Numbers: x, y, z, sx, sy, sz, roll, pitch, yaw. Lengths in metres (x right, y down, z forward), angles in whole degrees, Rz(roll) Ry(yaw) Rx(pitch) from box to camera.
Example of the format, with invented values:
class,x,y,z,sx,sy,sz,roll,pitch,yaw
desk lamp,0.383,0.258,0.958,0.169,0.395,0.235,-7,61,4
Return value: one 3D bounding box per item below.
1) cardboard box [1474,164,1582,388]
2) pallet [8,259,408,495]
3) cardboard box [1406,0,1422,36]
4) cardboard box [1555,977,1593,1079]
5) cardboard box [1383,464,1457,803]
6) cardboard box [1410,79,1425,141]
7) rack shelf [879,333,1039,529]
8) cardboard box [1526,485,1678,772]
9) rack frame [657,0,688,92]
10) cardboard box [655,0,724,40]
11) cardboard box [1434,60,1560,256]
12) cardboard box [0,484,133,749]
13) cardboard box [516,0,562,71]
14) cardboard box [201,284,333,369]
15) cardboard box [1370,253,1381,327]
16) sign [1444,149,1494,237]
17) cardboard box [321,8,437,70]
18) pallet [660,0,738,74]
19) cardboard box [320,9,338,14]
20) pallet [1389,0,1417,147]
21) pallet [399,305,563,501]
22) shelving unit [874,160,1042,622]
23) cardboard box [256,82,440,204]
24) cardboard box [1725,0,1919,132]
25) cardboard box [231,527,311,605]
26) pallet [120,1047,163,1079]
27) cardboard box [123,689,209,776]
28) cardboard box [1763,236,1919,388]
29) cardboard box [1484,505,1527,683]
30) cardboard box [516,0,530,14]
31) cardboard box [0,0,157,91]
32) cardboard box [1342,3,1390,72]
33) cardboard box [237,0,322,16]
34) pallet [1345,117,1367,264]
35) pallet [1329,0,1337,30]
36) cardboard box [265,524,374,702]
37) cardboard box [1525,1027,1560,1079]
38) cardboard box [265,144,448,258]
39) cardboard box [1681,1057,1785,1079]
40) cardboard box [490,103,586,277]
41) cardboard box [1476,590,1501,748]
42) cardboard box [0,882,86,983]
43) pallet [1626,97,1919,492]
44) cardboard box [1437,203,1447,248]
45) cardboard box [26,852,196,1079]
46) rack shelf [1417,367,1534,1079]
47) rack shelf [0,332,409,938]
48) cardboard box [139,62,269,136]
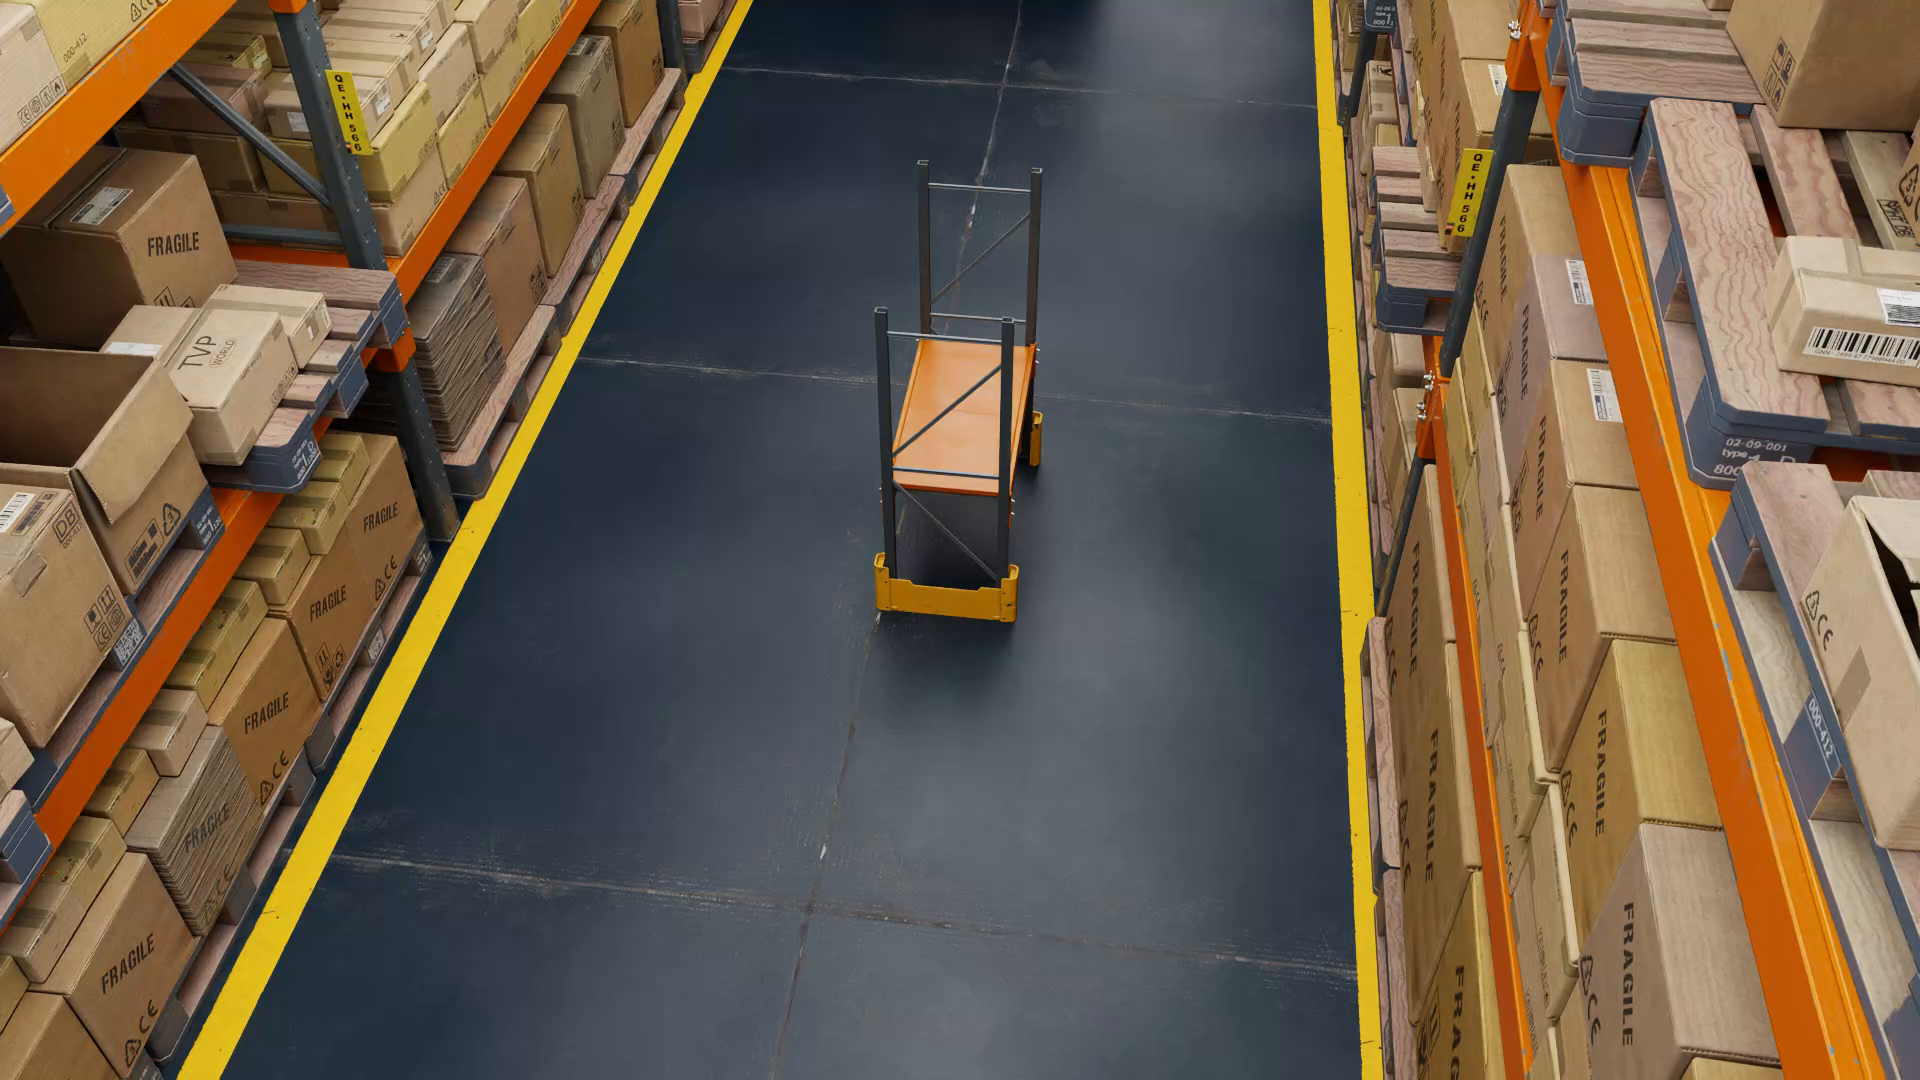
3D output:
class,x,y,z,sx,sy,sz,roll,pitch,yaw
cardboard box,1.914,-0.795,5.108,0.500,0.500,0.500,4,44,4
pallet,-2.719,-0.620,5.863,1.213,0.211,1.003,5,44,6
cardboard box,2.203,-2.411,7.020,0.500,0.500,0.500,4,44,4
cardboard box,1.569,1.225,3.520,0.500,0.250,0.500,6,44,7
cardboard box,2.048,0.373,5.915,0.875,0.875,0.875,5,44,5
cardboard box,2.048,-1.741,6.784,0.380,0.149,0.250,6,44,6
rack shelf,0.011,-0.472,6.919,0.538,0.185,1.000,5,44,6
cardboard box,1.705,0.239,4.016,0.500,0.500,0.500,6,44,6
rack frame,-2.170,-3.884,9.171,1.000,3.000,0.127,5,44,6
cardboard box,-1.778,-3.338,10.288,0.500,0.250,0.500,6,44,6
cardboard box,2.006,-1.342,5.891,0.500,0.500,0.500,4,44,4
cardboard box,-2.770,0.182,4.498,0.700,0.500,0.500,5,44,5
cardboard box,-2.195,-2.431,7.745,0.500,0.250,0.500,7,44,7
cardboard box,-2.405,-0.737,5.724,0.380,0.149,0.250,6,44,6
cardboard box,2.502,-1.312,8.060,0.950,0.372,0.625,7,44,7
sign,1.683,-1.144,5.492,0.100,0.325,0.005,5,44,6
cardboard box,-2.322,-1.980,6.615,0.380,0.149,0.250,6,44,7
pallet,-2.023,-3.410,10.698,1.003,0.211,1.213,5,44,6
cardboard box,-2.780,-2.307,7.250,0.500,0.250,0.500,5,44,5
pallet,2.443,-1.993,7.313,1.003,0.211,1.213,5,44,6
pallet,-2.551,-0.703,7.839,1.003,0.211,1.213,5,44,6
shelving unit,0.010,-0.597,6.789,0.587,1.500,1.083,5,44,6
cardboard box,-2.373,-1.563,6.465,0.500,0.250,0.500,5,44,5
cardboard box,2.279,-1.296,3.877,0.700,0.500,0.500,3,44,3
cardboard box,-2.597,0.085,6.019,0.380,0.149,0.250,4,44,4
pallet,-3.157,2.023,4.961,1.003,0.211,1.213,5,44,6
cardboard box,-2.716,0.622,5.452,0.380,0.149,0.250,3,44,4
cardboard box,1.794,-0.443,3.219,0.380,0.166,0.250,9,44,9
cardboard box,1.763,0.177,4.627,0.500,0.250,0.500,5,44,5
cardboard box,-2.201,-2.612,7.573,0.500,0.250,0.500,6,44,6
cardboard box,-2.592,-1.479,4.557,0.500,0.250,0.500,5,44,6
cardboard box,2.562,-3.017,9.949,0.500,0.250,0.500,7,44,7
cardboard box,-2.874,-2.203,6.851,0.380,0.149,0.250,4,44,5
pallet,2.649,-1.892,9.095,1.003,0.211,1.213,5,44,6
pallet,2.963,-3.718,11.023,1.003,0.211,1.213,5,44,6
cardboard box,-2.618,0.245,6.323,0.500,0.500,0.500,5,44,5
cardboard box,1.571,1.395,3.704,0.500,0.250,0.500,5,44,5
cardboard box,-2.398,-1.384,6.639,0.500,0.250,0.500,5,44,6
cardboard box,1.503,1.290,2.906,0.500,0.500,0.500,7,44,7
cardboard box,-2.435,-1.777,8.367,0.875,0.625,0.625,4,44,4
cardboard box,1.782,0.364,4.793,0.500,0.250,0.500,7,44,7
cardboard box,-2.841,1.140,4.905,0.380,0.149,0.250,5,44,5
pallet,2.044,-0.524,3.578,1.003,0.211,1.213,7,44,7
cardboard box,1.996,-1.205,6.218,0.380,0.149,0.250,6,44,6
cardboard box,-2.810,1.310,5.197,0.500,0.500,0.500,4,44,4
rack shelf,1.958,0.915,4.626,1.077,0.370,4.000,5,44,6
rack shelf,-2.963,0.466,5.100,1.077,0.370,4.000,5,44,6
cardboard box,-2.856,-1.670,6.288,0.380,0.149,0.250,7,44,7
